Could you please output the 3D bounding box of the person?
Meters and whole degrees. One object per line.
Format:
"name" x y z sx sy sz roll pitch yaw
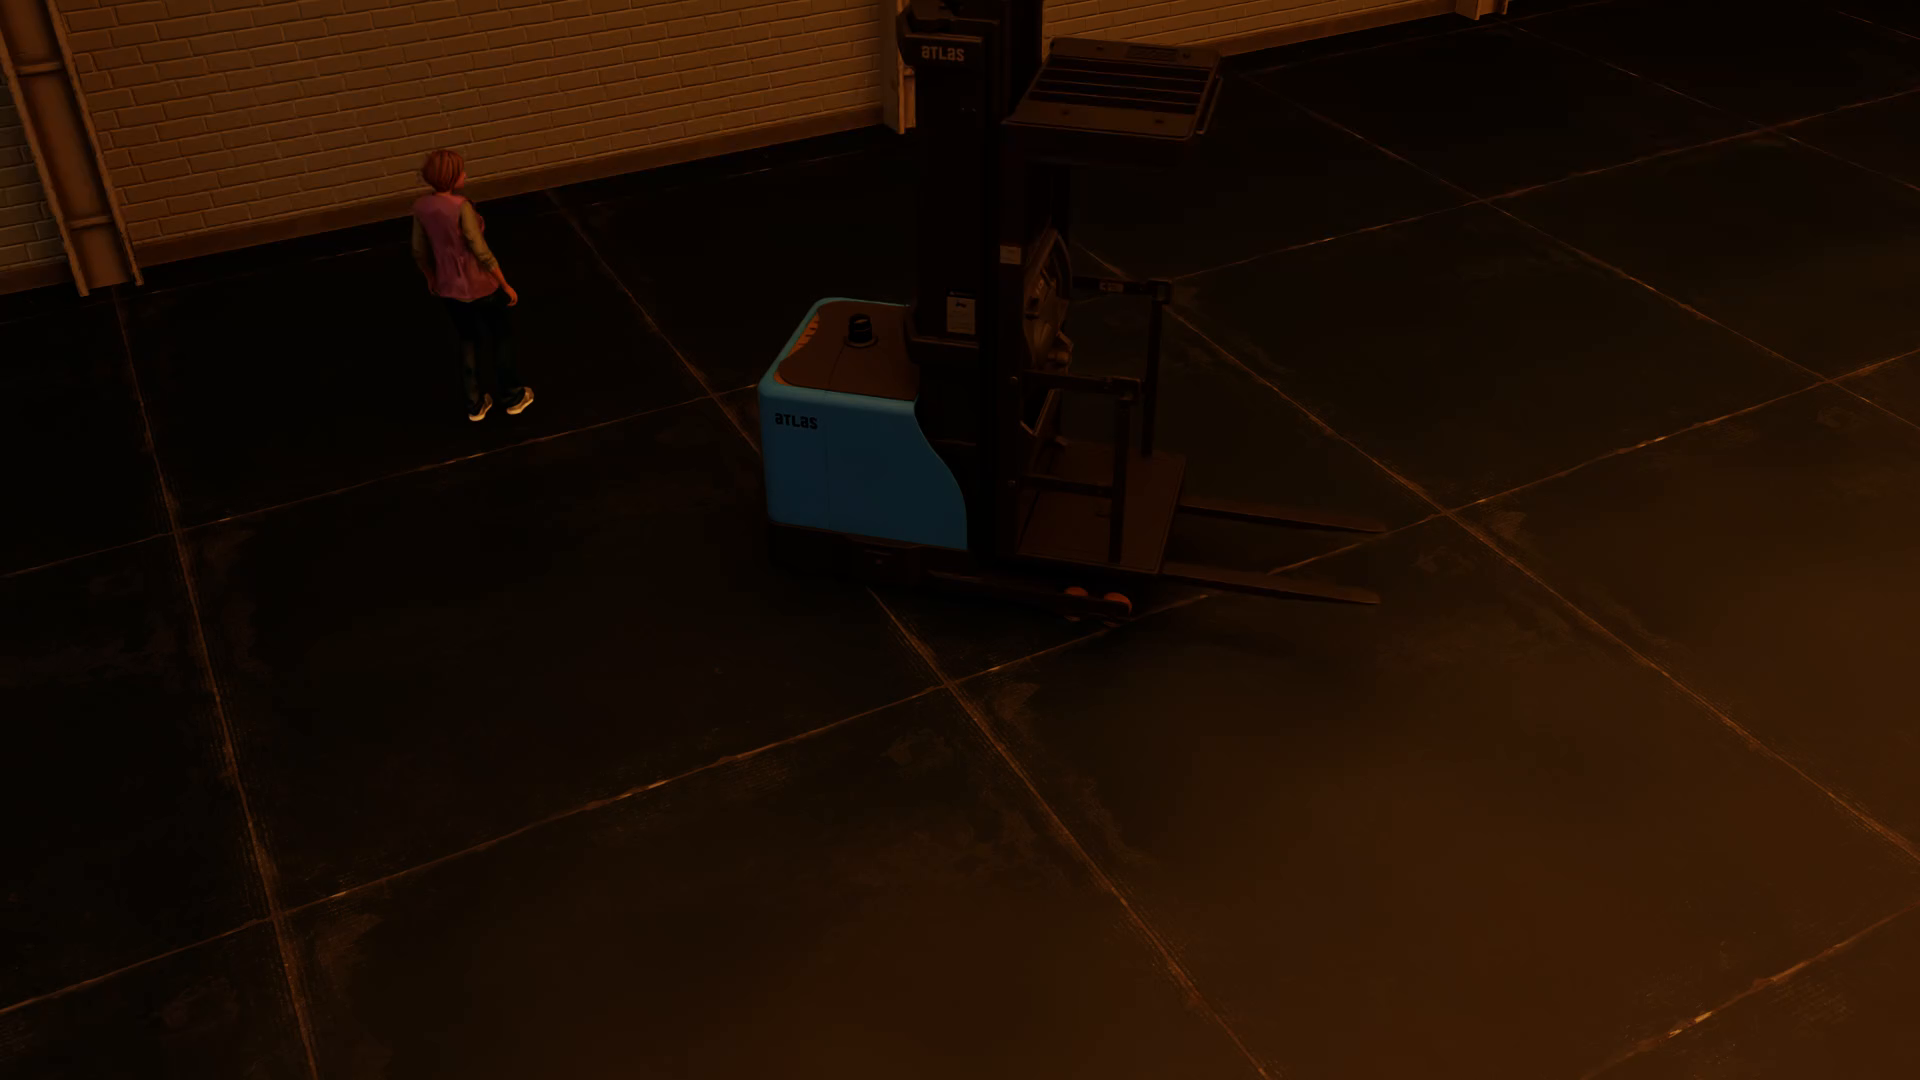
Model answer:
"person" -2.719 -1.418 9.293 0.579 1.592 0.417 9 36 13

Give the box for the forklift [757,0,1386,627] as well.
"forklift" 0.595 -1.115 7.701 3.031 2.935 1.130 8 36 11
